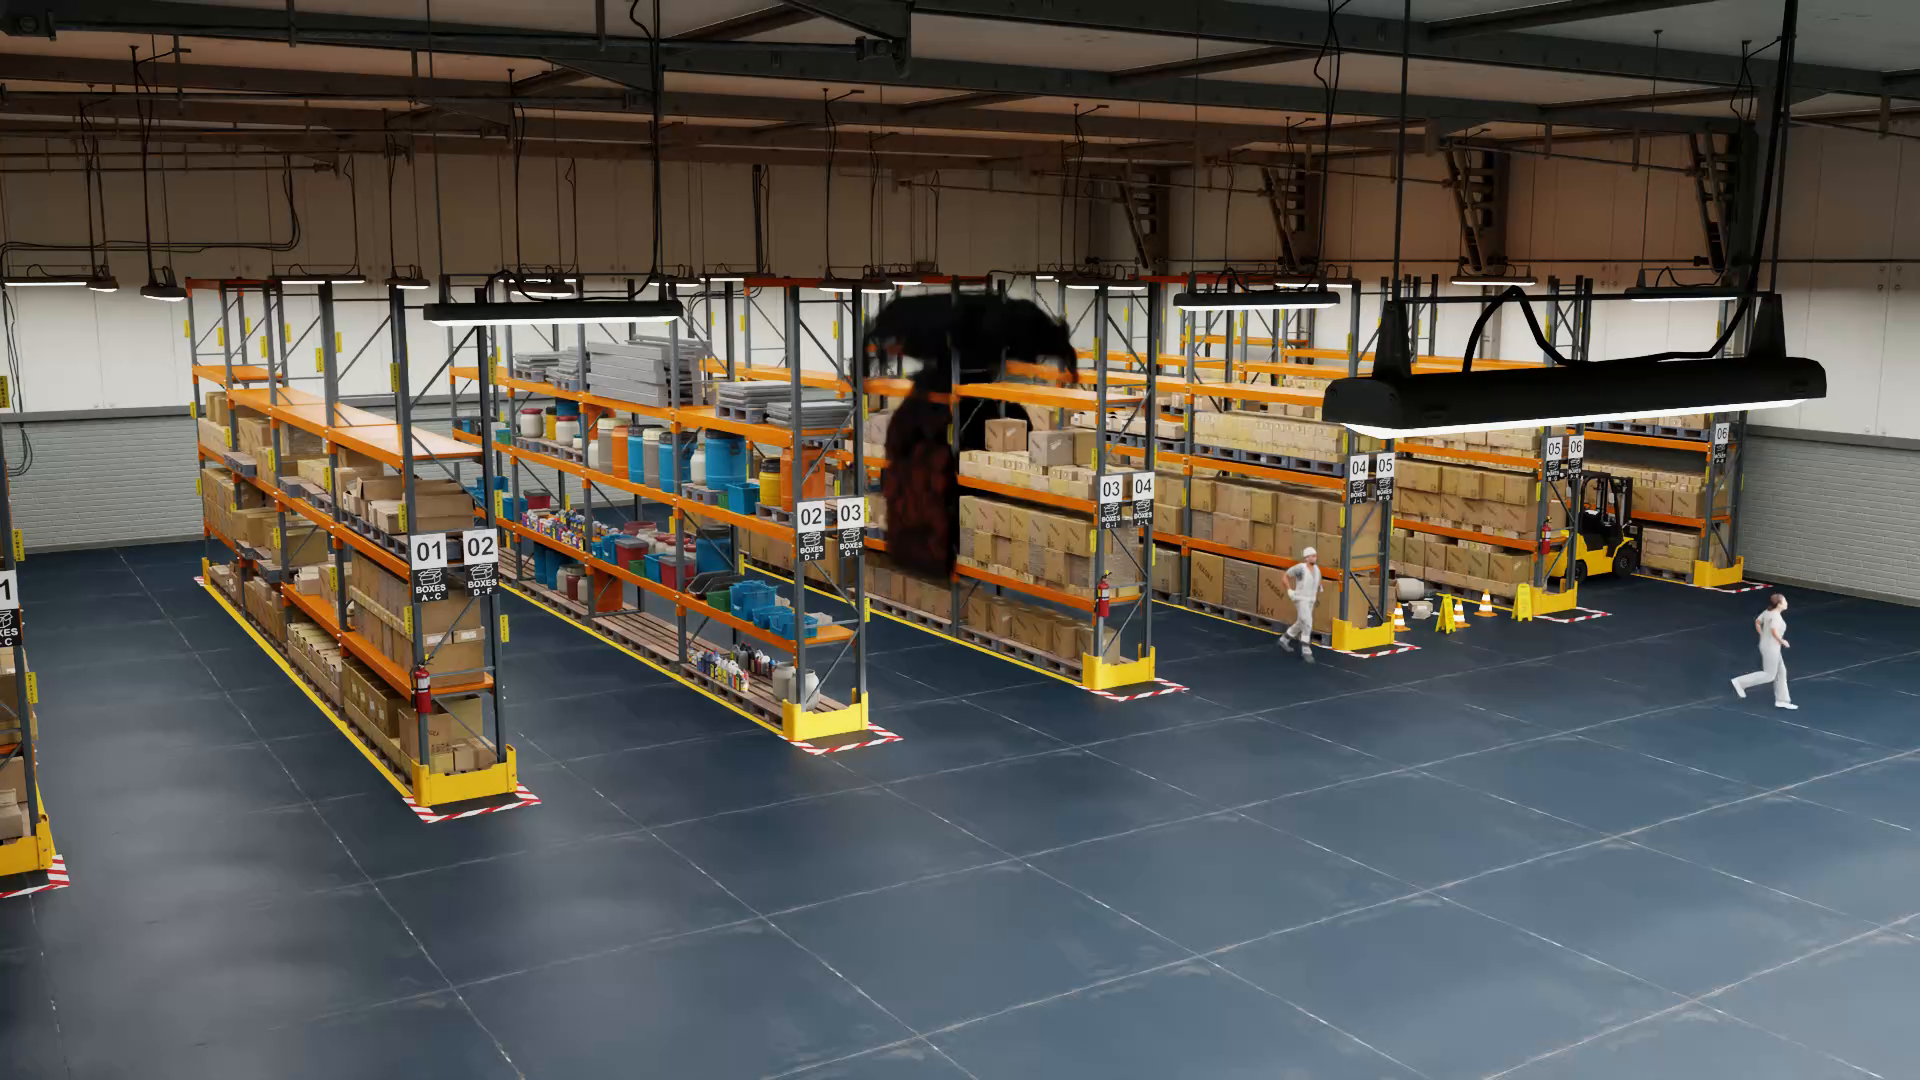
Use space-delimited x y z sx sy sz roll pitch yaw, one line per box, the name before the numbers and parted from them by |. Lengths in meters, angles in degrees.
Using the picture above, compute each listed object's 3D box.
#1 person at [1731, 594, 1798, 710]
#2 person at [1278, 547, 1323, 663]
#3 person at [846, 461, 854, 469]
person | 11.518 1.577 23.727 0.903 1.659 0.588 2 10 10
person | 5.525 1.022 26.721 0.714 1.842 0.838 -8 12 -38
person | -2.836 -1.447 41.474 0.737 1.735 0.602 8 13 41
